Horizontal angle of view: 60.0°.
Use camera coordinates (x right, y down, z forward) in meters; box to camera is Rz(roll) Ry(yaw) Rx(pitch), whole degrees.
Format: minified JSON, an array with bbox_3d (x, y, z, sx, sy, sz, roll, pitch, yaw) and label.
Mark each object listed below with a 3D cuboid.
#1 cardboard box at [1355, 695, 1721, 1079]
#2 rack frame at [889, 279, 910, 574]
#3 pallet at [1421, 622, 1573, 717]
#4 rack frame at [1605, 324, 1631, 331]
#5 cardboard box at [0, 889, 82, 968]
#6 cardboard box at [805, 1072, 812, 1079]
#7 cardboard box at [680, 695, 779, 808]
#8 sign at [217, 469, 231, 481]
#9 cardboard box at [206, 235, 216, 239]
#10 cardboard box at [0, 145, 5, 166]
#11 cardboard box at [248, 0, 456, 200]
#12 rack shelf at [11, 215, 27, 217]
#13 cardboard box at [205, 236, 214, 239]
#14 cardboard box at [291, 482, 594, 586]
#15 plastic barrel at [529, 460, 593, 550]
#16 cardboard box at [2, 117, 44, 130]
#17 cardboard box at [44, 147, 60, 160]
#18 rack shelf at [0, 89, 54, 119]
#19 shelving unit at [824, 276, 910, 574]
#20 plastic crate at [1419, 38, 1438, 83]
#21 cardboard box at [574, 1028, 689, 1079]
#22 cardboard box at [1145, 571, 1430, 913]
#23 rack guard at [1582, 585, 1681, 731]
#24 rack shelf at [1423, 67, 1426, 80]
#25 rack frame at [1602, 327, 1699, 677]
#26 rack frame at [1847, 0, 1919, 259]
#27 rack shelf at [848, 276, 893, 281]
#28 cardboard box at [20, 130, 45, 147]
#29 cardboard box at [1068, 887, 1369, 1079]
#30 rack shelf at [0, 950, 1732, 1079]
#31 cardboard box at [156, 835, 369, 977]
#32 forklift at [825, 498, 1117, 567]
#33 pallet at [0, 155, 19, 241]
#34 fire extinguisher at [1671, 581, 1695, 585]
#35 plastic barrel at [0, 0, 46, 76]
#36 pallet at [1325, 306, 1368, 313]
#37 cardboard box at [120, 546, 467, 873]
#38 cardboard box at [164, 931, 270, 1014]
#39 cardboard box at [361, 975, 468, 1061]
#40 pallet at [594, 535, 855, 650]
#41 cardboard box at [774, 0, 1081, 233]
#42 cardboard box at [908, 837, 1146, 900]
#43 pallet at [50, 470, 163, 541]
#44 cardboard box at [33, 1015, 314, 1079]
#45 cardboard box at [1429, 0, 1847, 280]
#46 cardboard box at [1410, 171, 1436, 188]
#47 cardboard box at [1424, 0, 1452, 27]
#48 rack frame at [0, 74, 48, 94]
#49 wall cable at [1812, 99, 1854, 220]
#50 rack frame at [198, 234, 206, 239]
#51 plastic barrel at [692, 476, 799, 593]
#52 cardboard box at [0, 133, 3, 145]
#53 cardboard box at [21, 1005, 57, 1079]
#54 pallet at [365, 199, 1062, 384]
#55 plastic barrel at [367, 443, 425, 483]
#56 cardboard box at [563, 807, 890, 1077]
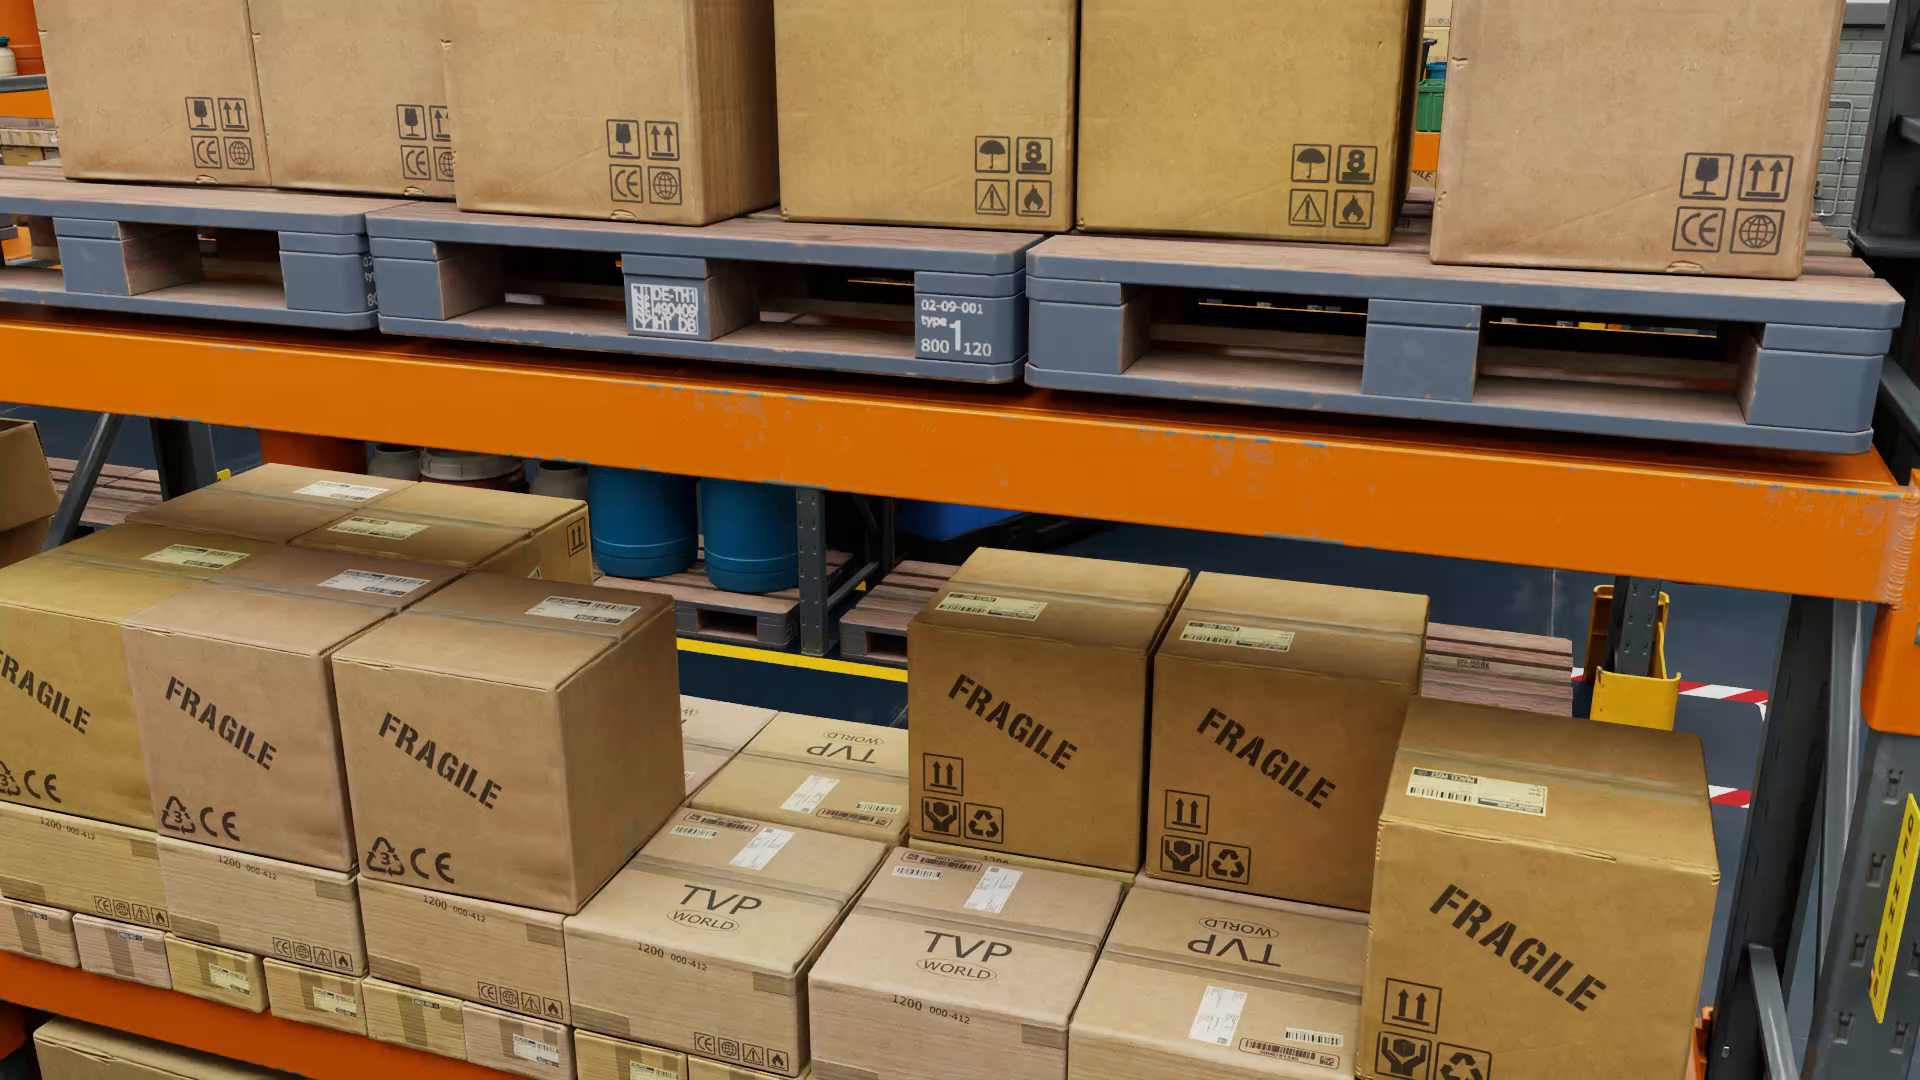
[{"bbox_3d":[0.985,0.625,2.862,0.500,0.500,0.500,7,20,19],"label":"cardboard box"},{"bbox_3d":[-0.346,-0.781,9.506,0.015,2.100,0.400,4,17,19],"label":"rack frame"},{"bbox_3d":[2.390,0.696,8.260,1.213,0.211,1.003,7,20,18],"label":"pallet"},{"bbox_3d":[4.786,-2.060,11.928,0.127,3.000,1.000,7,20,18],"label":"rack frame"},{"bbox_3d":[-2.077,0.842,3.985,0.250,0.149,0.380,7,20,18],"label":"cardboard box"},{"bbox_3d":[-0.124,1.065,3.346,0.250,0.149,0.380,7,20,18],"label":"cardboard box"},{"bbox_3d":[-0.772,0.595,4.089,0.500,0.250,0.500,7,20,19],"label":"cardboard box"},{"bbox_3d":[-2.067,-0.031,4.672,0.005,0.325,0.100,7,20,18],"label":"sign"},{"bbox_3d":[-7.360,-2.809,16.478,0.500,0.500,0.500,7,20,18],"label":"cardboard box"},{"bbox_3d":[-9.394,-3.726,16.555,0.500,0.500,0.700,7,20,19],"label":"cardboard box"},{"bbox_3d":[-0.982,-0.996,3.377,0.500,0.500,0.700,8,21,21],"label":"cardboard box"},{"bbox_3d":[-8.439,-3.232,16.385,4.000,0.370,1.077,7,20,18],"label":"rack shelf"},{"bbox_3d":[-7.528,-2.650,16.021,0.500,0.500,0.500,7,20,18],"label":"cardboard box"},{"bbox_3d":[-1.253,0.186,4.122,0.500,0.500,0.500,7,20,19],"label":"cardboard box"},{"bbox_3d":[-2.303,-0.205,9.749,0.421,0.512,0.421,0,19,0],"label":"plastic barrel"},{"bbox_3d":[-8.867,-4.278,16.170,0.500,0.500,0.700,7,20,18],"label":"cardboard box"},{"bbox_3d":[-8.428,-3.614,16.236,0.500,0.500,0.700,7,20,20],"label":"cardboard box"},{"bbox_3d":[-6.290,-2.677,10.234,4.000,0.370,1.077,7,20,18],"label":"rack shelf"},{"bbox_3d":[-0.576,-0.799,9.584,0.503,2.100,0.431,4,17,19],"label":"shelving unit"},{"bbox_3d":[1.804,-2.158,7.746,0.767,0.338,0.504,7,20,18],"label":"plastic crate"},{"bbox_3d":[-0.604,1.010,3.504,0.250,0.149,0.380,6,20,16],"label":"cardboard box"},{"bbox_3d":[0.694,0.406,3.490,0.500,0.500,0.500,6,20,17],"label":"cardboard box"},{"bbox_3d":[3.183,0.659,7.927,0.348,0.500,1.175,7,20,18],"label":"rack guard"},{"bbox_3d":[2.896,-3.353,12.173,4.000,0.370,1.077,7,20,18],"label":"rack shelf"},{"bbox_3d":[3.157,-0.520,7.511,0.127,3.000,1.000,7,20,18],"label":"rack frame"},{"bbox_3d":[1.531,-1.813,2.106,0.127,3.000,1.000,7,20,18],"label":"rack frame"},{"bbox_3d":[-0.589,-1.459,9.397,0.480,0.518,0.431,4,17,19],"label":"rack shelf"},{"bbox_3d":[-8.811,-3.894,16.052,0.250,0.149,0.380,6,20,17],"label":"cardboard box"},{"bbox_3d":[0.507,0.925,3.140,0.500,0.250,0.500,6,20,17],"label":"cardboard box"},{"bbox_3d":[-0.358,1.144,3.831,4.000,0.370,1.077,7,20,18],"label":"rack shelf"},{"bbox_3d":[-1.421,0.706,3.770,0.500,0.250,0.500,6,20,18],"label":"cardboard box"},{"bbox_3d":[0.523,-1.554,10.581,1.130,2.935,3.031,17,26,40],"label":"forklift"},{"bbox_3d":[-3.130,-0.822,4.110,1.217,0.209,0.805,6,20,16],"label":"pallet"},{"bbox_3d":[3.150,-0.150,7.133,0.183,0.674,0.296,7,20,18],"label":"fire extinguisher"},{"bbox_3d":[-5.723,-3.230,10.076,0.708,0.830,0.600,7,20,18],"label":"plastic barrel"},{"bbox_3d":[4.478,-2.478,17.364,1.213,0.211,1.003,7,20,18],"label":"pallet"},{"bbox_3d":[-1.416,0.351,3.649,0.500,0.500,0.500,7,20,18],"label":"cardboard box"},{"bbox_3d":[-1.580,0.899,3.823,0.250,0.149,0.380,7,20,20],"label":"cardboard box"},{"bbox_3d":[-1.089,0.954,3.664,0.250,0.149,0.380,6,20,17],"label":"cardboard box"},{"bbox_3d":[-1.337,0.268,9.486,1.213,0.211,1.003,7,20,18],"label":"pallet"},{"bbox_3d":[0.026,-0.868,3.009,0.500,0.500,0.700,5,20,14],"label":"cardboard box"},{"bbox_3d":[0.200,0.705,3.772,0.500,0.250,0.500,6,20,16],"label":"cardboard box"},{"bbox_3d":[-5.119,-0.163,10.724,1.213,0.211,1.003,7,20,18],"label":"pallet"},{"bbox_3d":[-1.650,1.489,4.337,0.875,0.875,0.875,7,20,18],"label":"cardboard box"},{"bbox_3d":[1.022,-0.729,2.611,0.500,0.500,0.700,5,20,15],"label":"cardboard box"},{"bbox_3d":[3.306,-2.651,11.952,0.500,0.500,0.500,7,20,20],"label":"cardboard box"},{"bbox_3d":[3.273,-3.727,11.622,0.500,0.250,0.500,7,20,18],"label":"cardboard box"},{"bbox_3d":[-2.247,-2.245,3.345,0.127,3.000,1.000,7,20,18],"label":"rack frame"},{"bbox_3d":[7.928,-4.236,16.628,1.851,1.984,0.084,7,20,18],"label":"wall cable"},{"bbox_3d":[-4.400,-1.384,9.990,0.127,3.000,1.000,7,20,18],"label":"rack frame"},{"bbox_3d":[-1.130,-0.224,9.211,0.708,0.901,0.600,7,20,18],"label":"plastic barrel"},{"bbox_3d":[-9.305,-3.949,16.211,0.250,0.149,0.380,6,20,17],"label":"cardboard box"},{"bbox_3d":[-2.858,1.330,4.794,0.875,0.875,1.225,7,20,18],"label":"cardboard box"},{"bbox_3d":[-0.329,-0.563,3.211,1.213,0.211,1.003,7,20,18],"label":"pallet"},{"bbox_3d":[-3.370,-0.327,10.099,0.421,0.512,0.421,0,19,0],"label":"plastic barrel"},{"bbox_3d":[-0.467,0.816,3.455,0.500,0.250,0.500,7,20,18],"label":"cardboard box"}]
